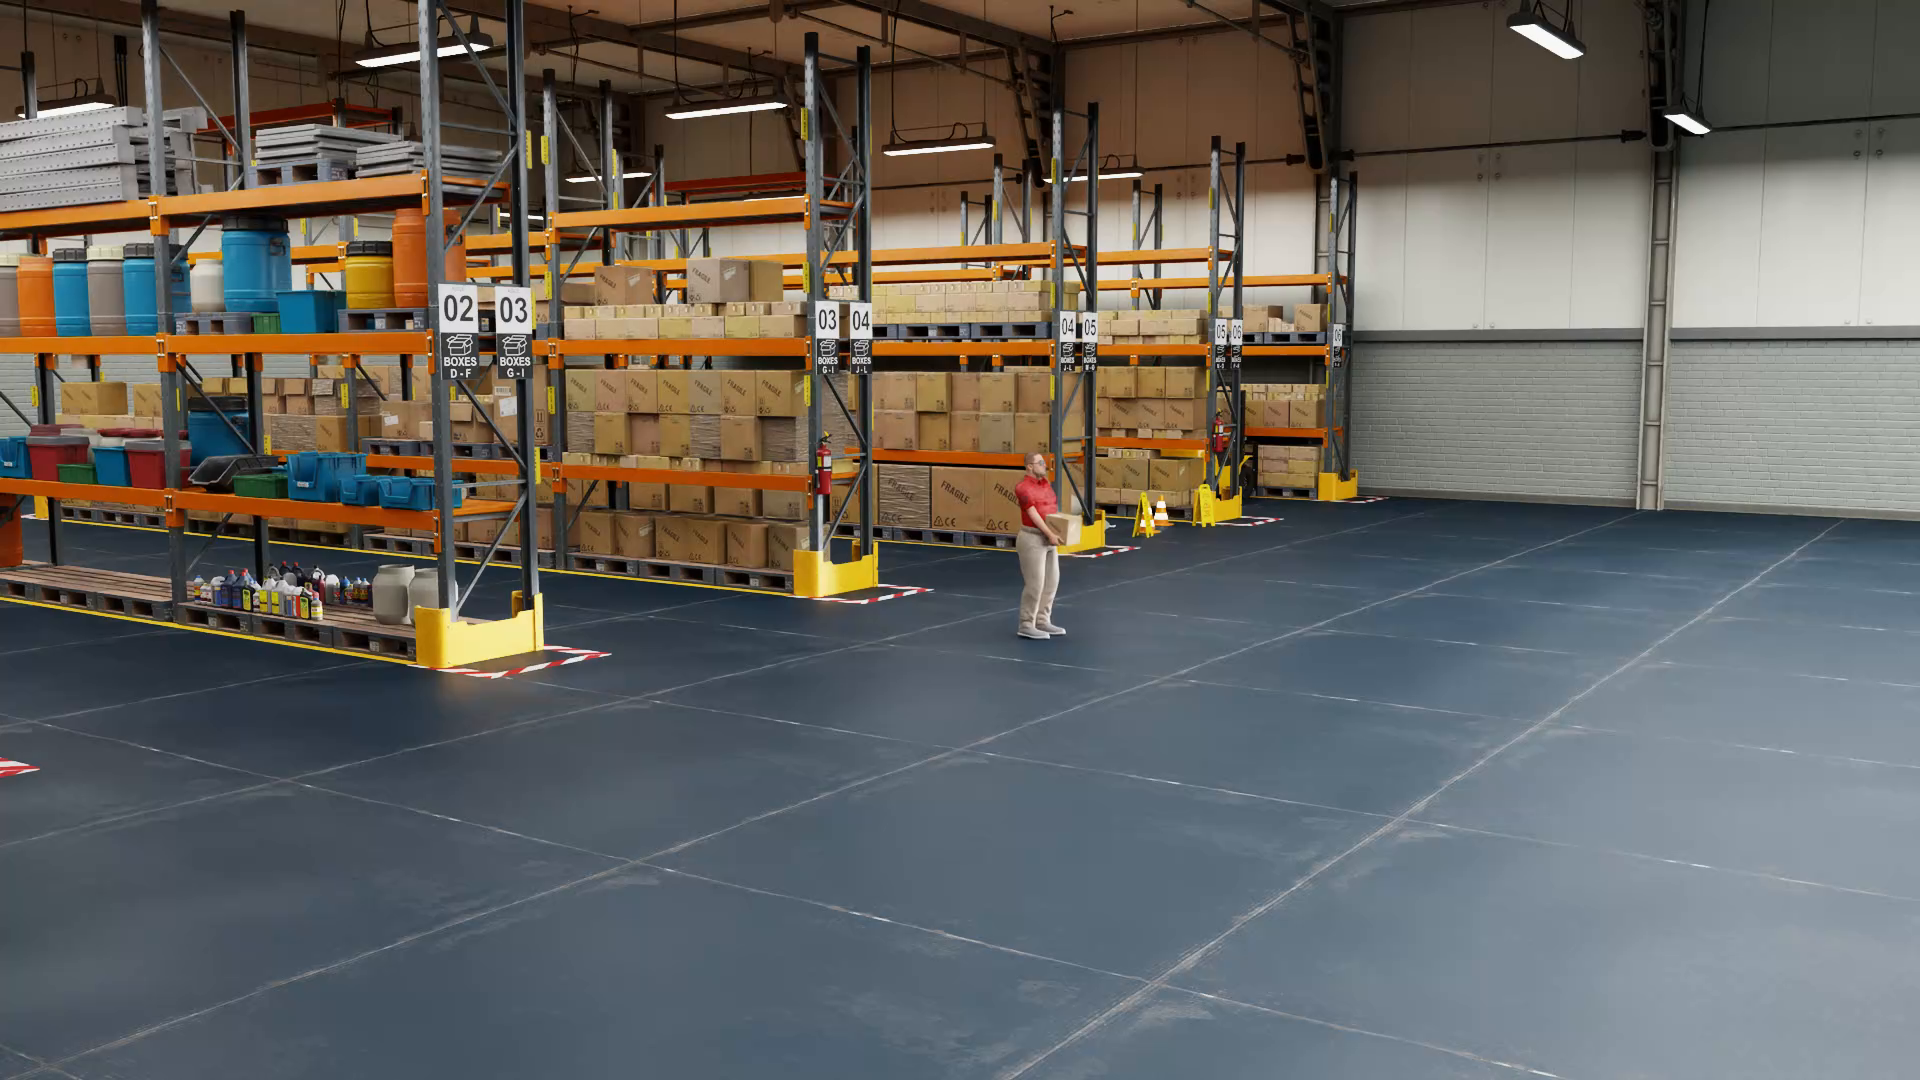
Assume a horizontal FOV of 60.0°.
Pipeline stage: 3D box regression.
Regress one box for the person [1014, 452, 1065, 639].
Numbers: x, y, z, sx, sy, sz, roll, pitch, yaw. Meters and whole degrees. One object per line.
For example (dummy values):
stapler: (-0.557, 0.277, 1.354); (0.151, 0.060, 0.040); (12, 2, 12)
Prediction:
person: (0.812, 0.046, 15.479); (0.530, 1.712, 0.493); (4, 8, 34)
